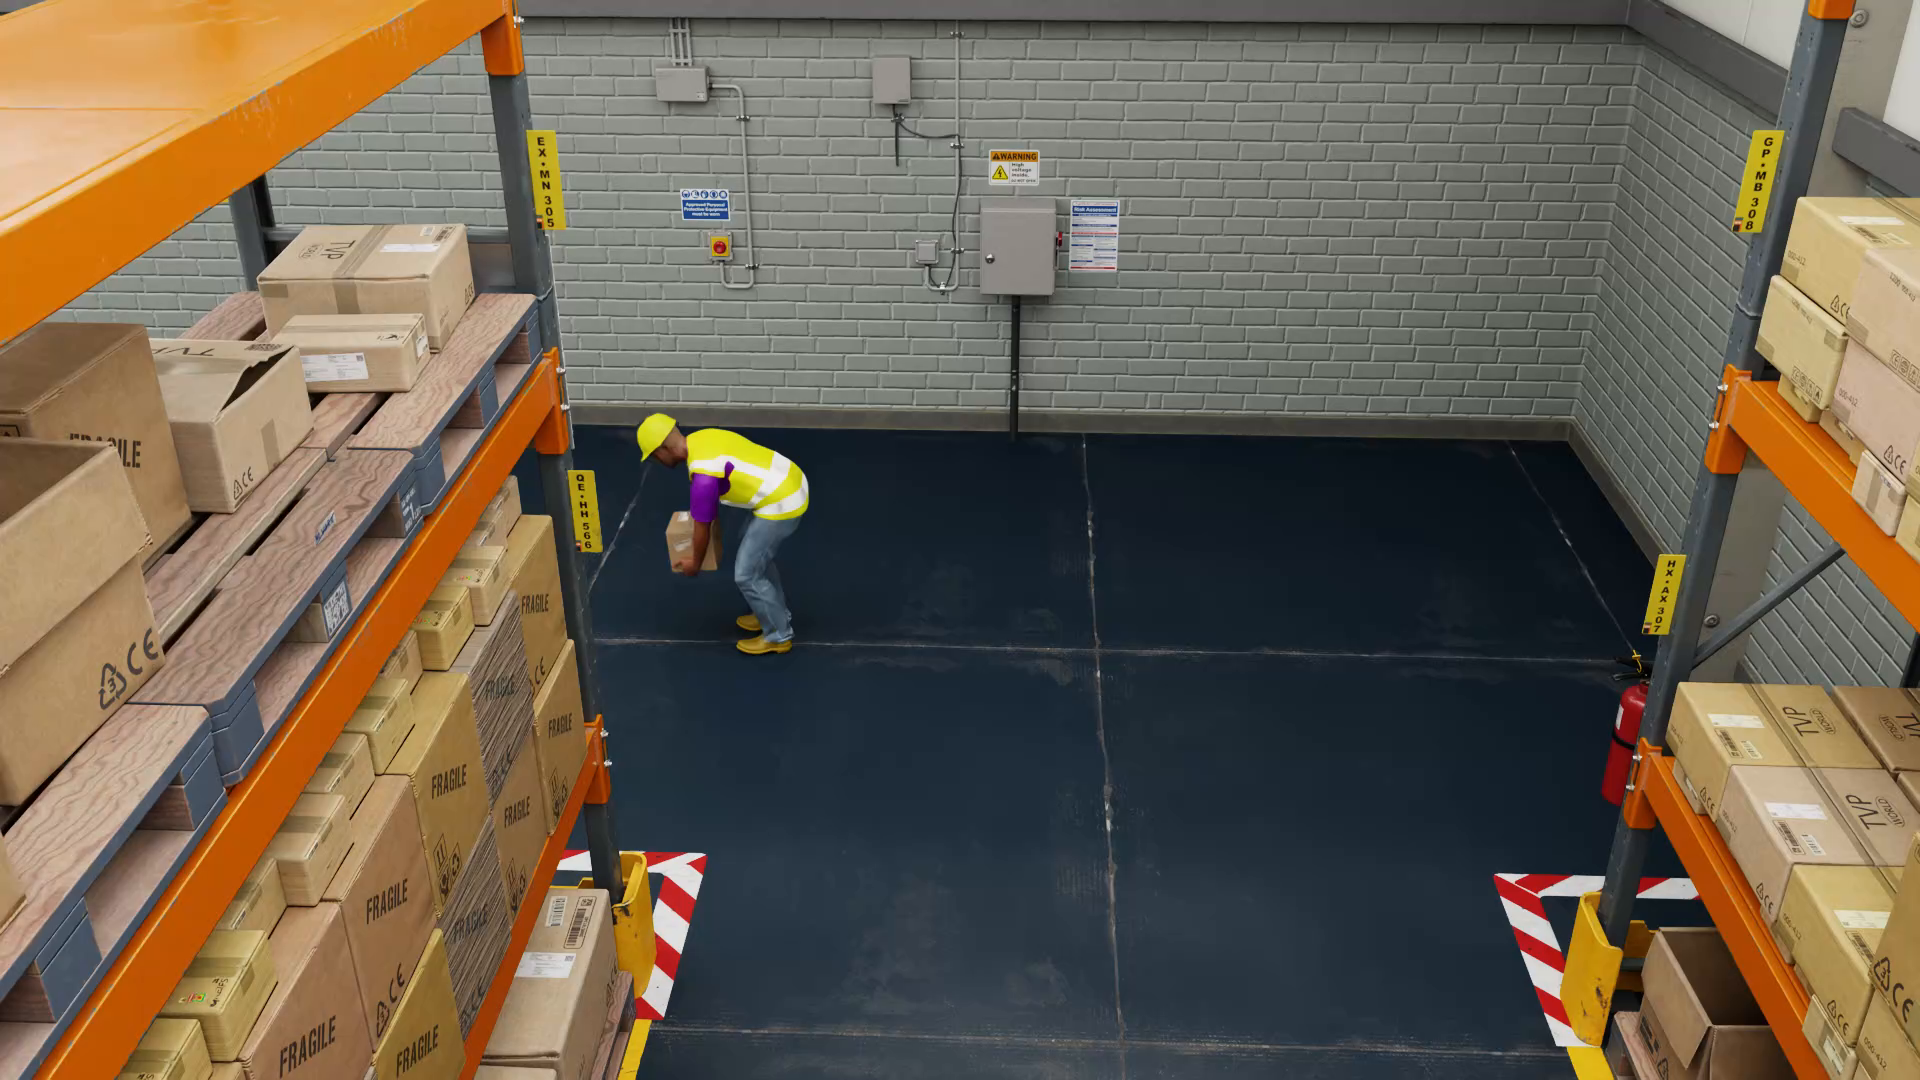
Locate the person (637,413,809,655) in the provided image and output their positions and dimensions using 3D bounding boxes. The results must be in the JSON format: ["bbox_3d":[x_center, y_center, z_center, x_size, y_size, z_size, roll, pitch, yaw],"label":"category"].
[{"bbox_3d":[-1.269,-0.052,9.109,0.898,1.375,0.490,0,28,0],"label":"person"}]
